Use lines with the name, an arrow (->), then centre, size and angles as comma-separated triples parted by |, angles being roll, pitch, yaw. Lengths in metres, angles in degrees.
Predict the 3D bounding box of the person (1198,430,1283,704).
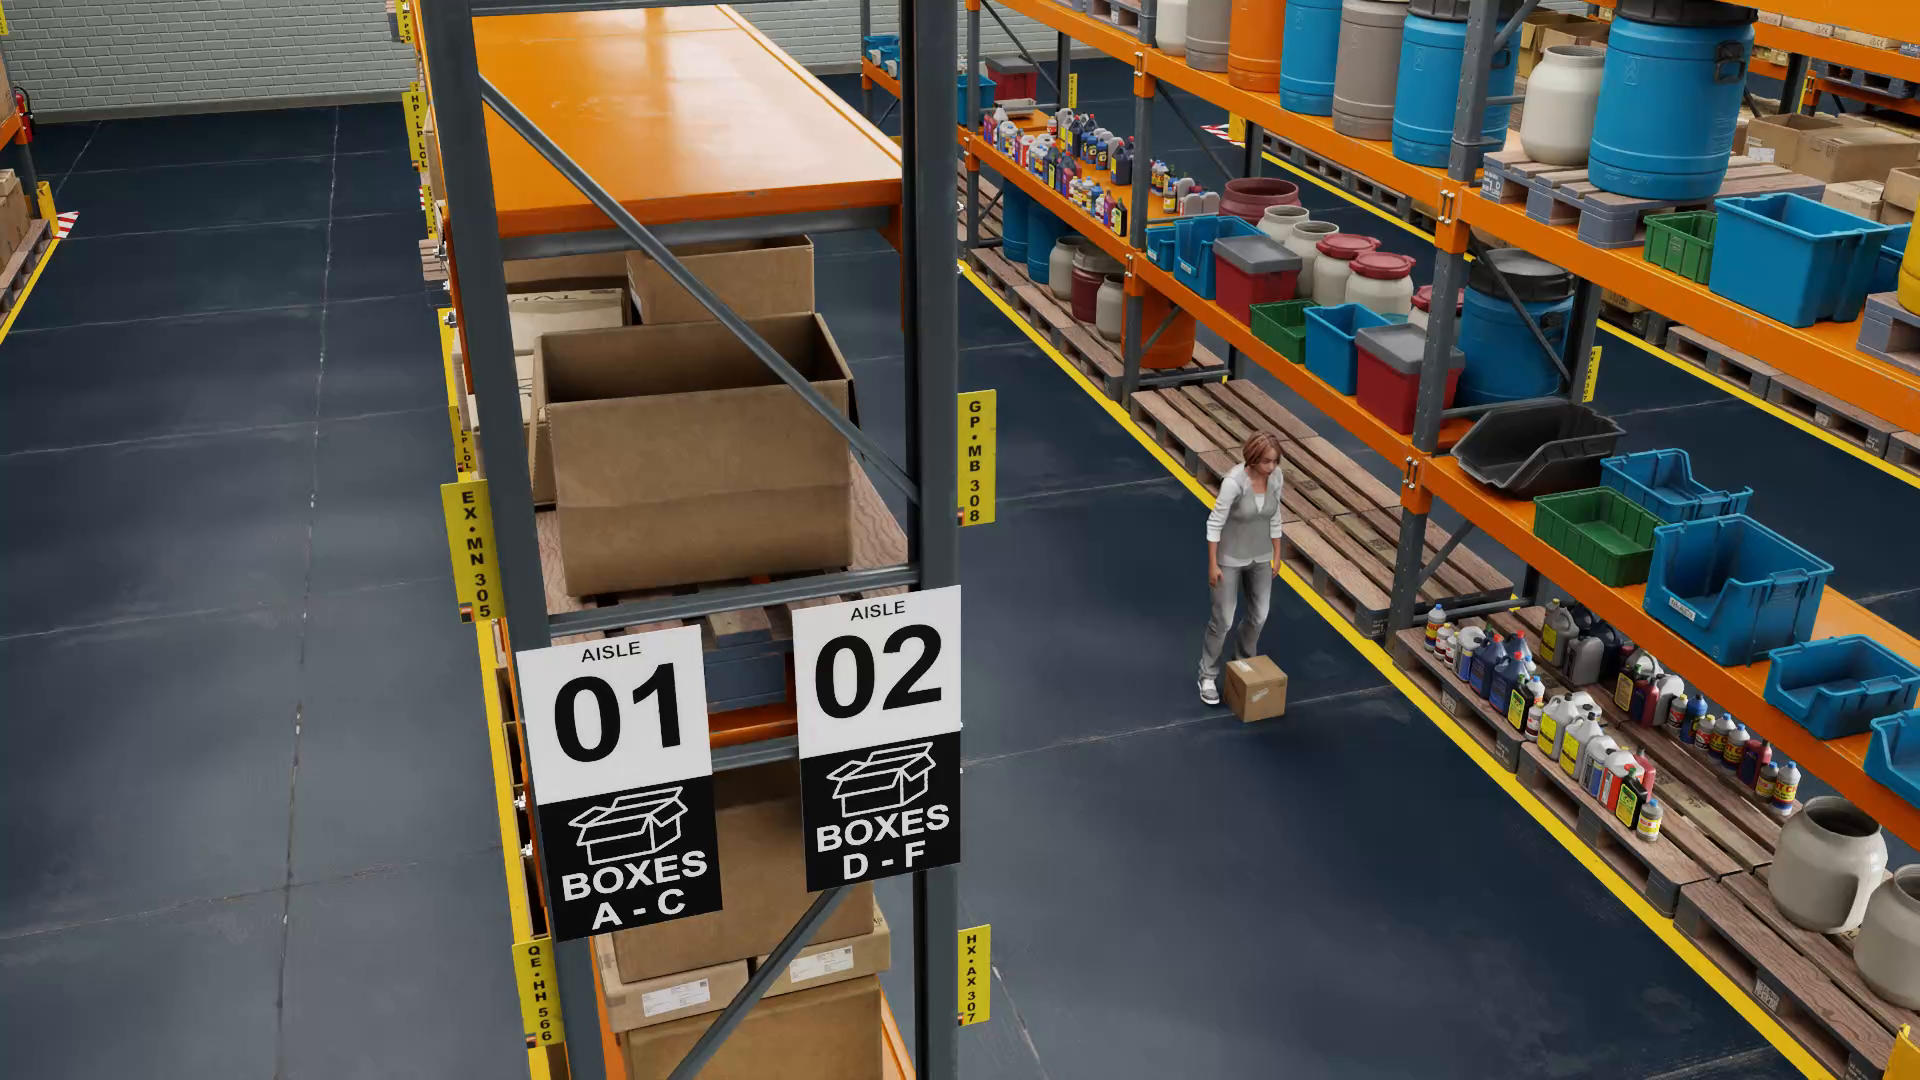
person -> 1.551, 0.124, 9.109 | 0.475, 1.591, 0.346 | -10, 28, -19
